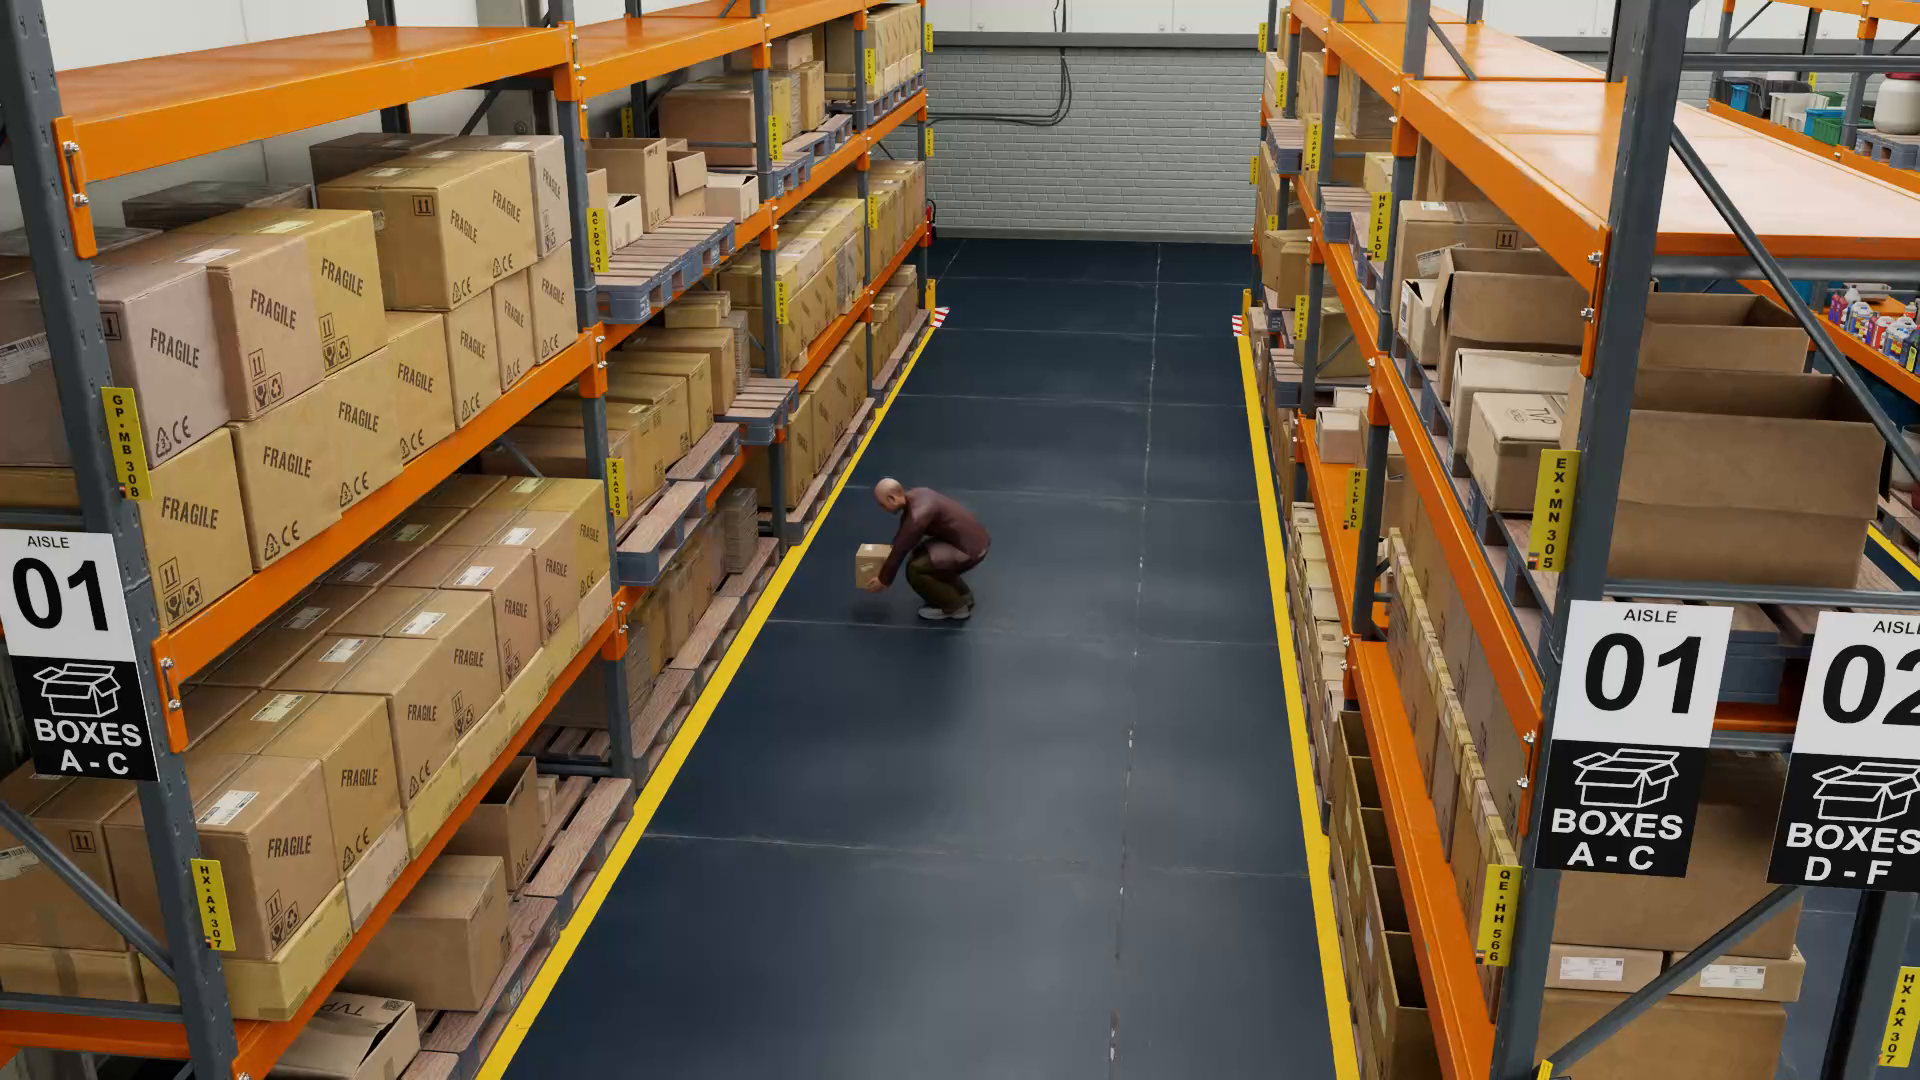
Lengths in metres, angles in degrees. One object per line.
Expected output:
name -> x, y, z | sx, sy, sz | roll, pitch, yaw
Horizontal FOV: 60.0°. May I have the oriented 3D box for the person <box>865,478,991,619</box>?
person -> -0.231, 0.042, 12.051 | 0.909, 1.025, 0.612 | 2, 21, 6
